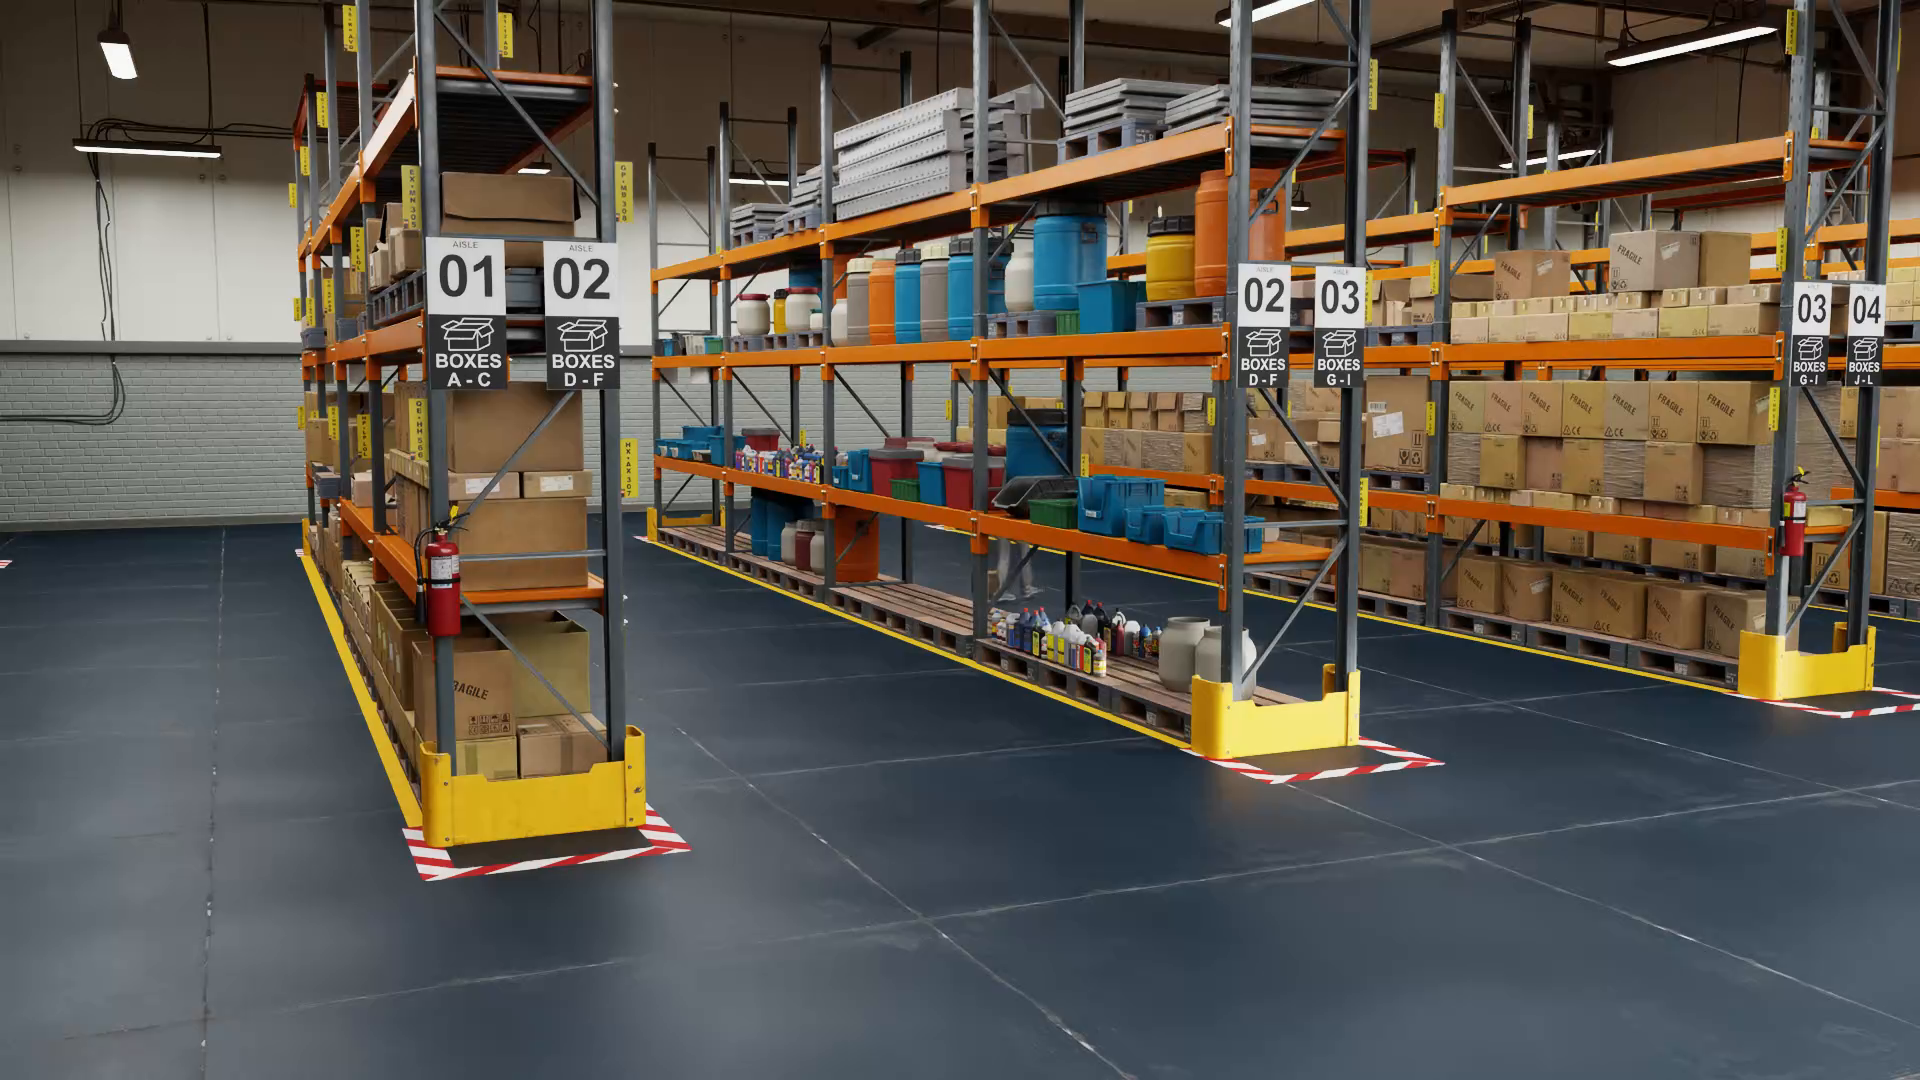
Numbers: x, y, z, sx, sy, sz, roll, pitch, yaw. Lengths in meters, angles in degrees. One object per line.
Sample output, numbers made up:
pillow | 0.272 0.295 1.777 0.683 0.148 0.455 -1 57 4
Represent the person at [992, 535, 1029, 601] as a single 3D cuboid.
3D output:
person | 0.583 -0.160 18.588 0.499 1.655 0.671 1 6 14
